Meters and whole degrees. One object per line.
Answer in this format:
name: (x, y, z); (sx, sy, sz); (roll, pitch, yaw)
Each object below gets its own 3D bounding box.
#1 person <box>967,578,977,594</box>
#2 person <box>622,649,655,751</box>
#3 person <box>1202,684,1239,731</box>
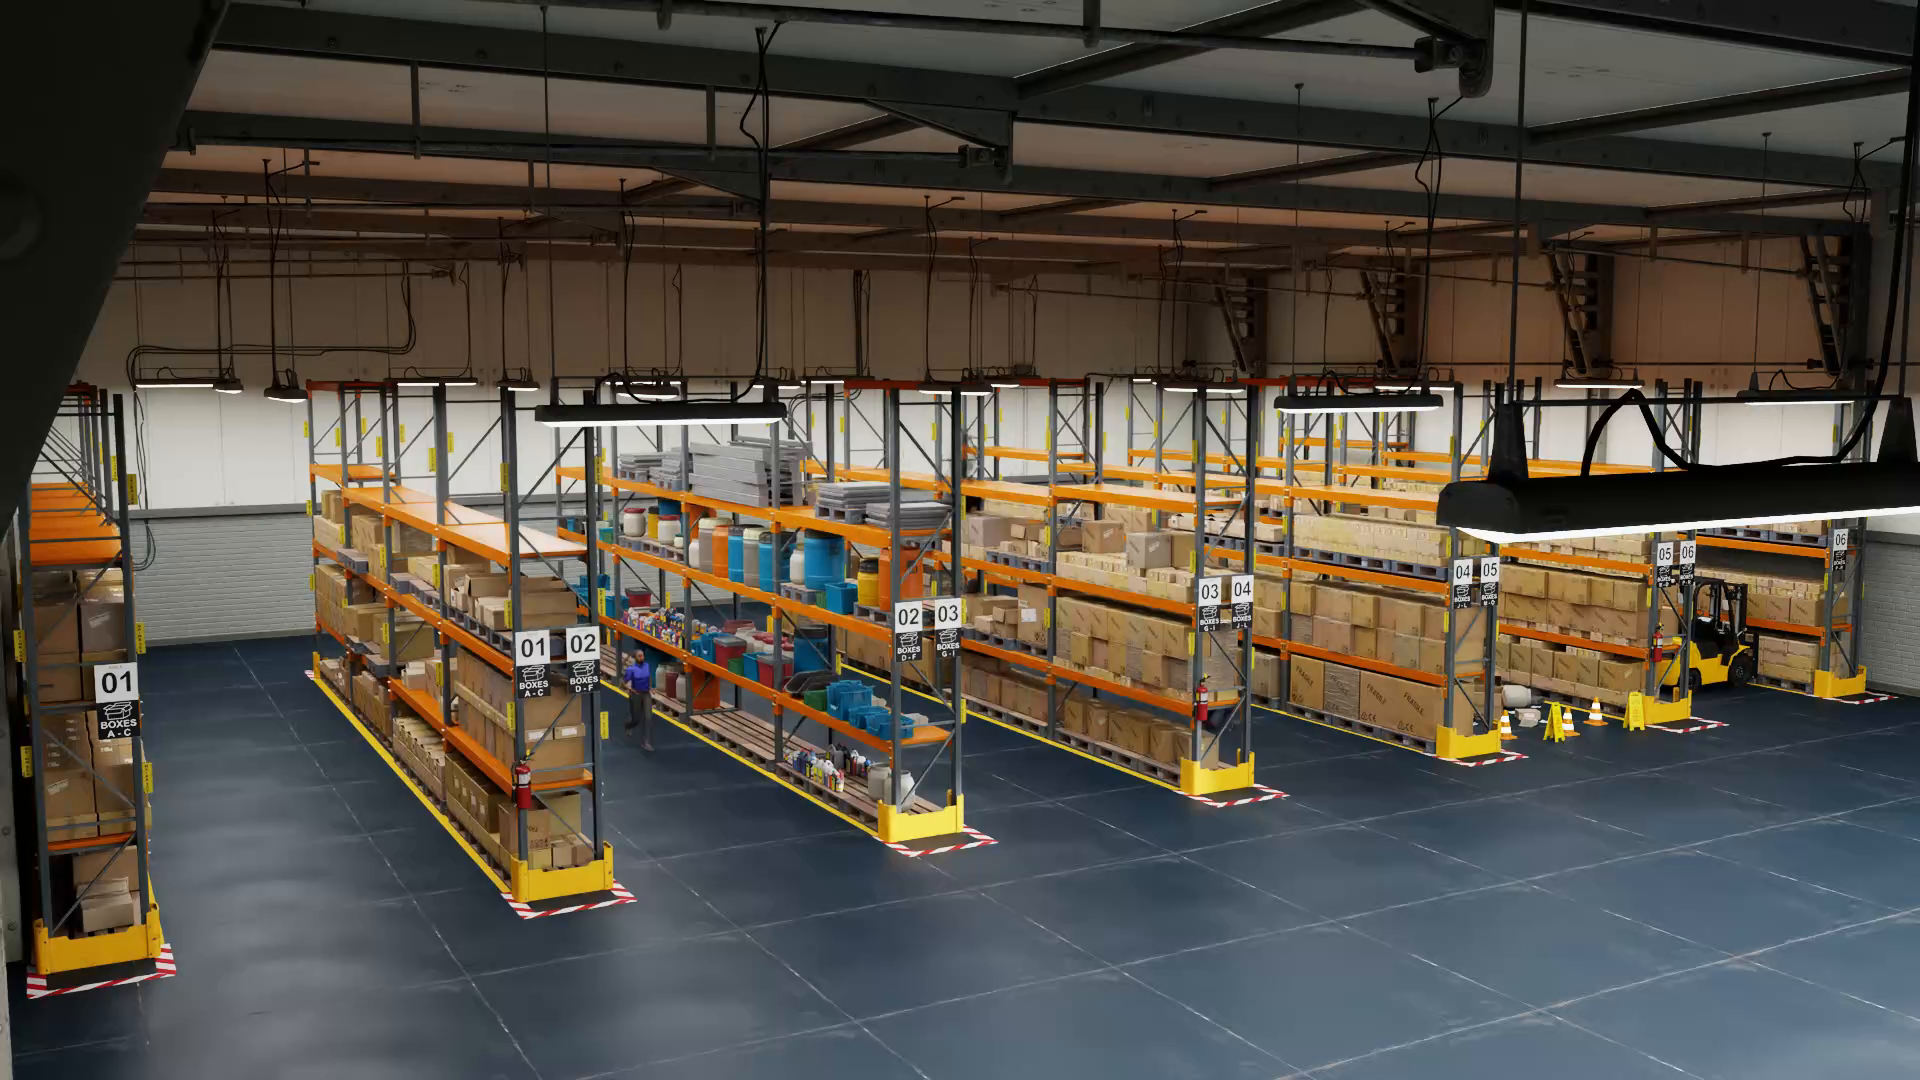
person: (0.400, 1.069, 42.278); (0.826, 1.586, 0.791); (0, 6, 4)
person: (-5.293, 2.612, 27.436); (0.585, 1.648, 0.834); (-4, 7, -35)
person: (4.507, 2.484, 28.780); (0.610, 1.666, 0.706); (-4, 7, -33)
